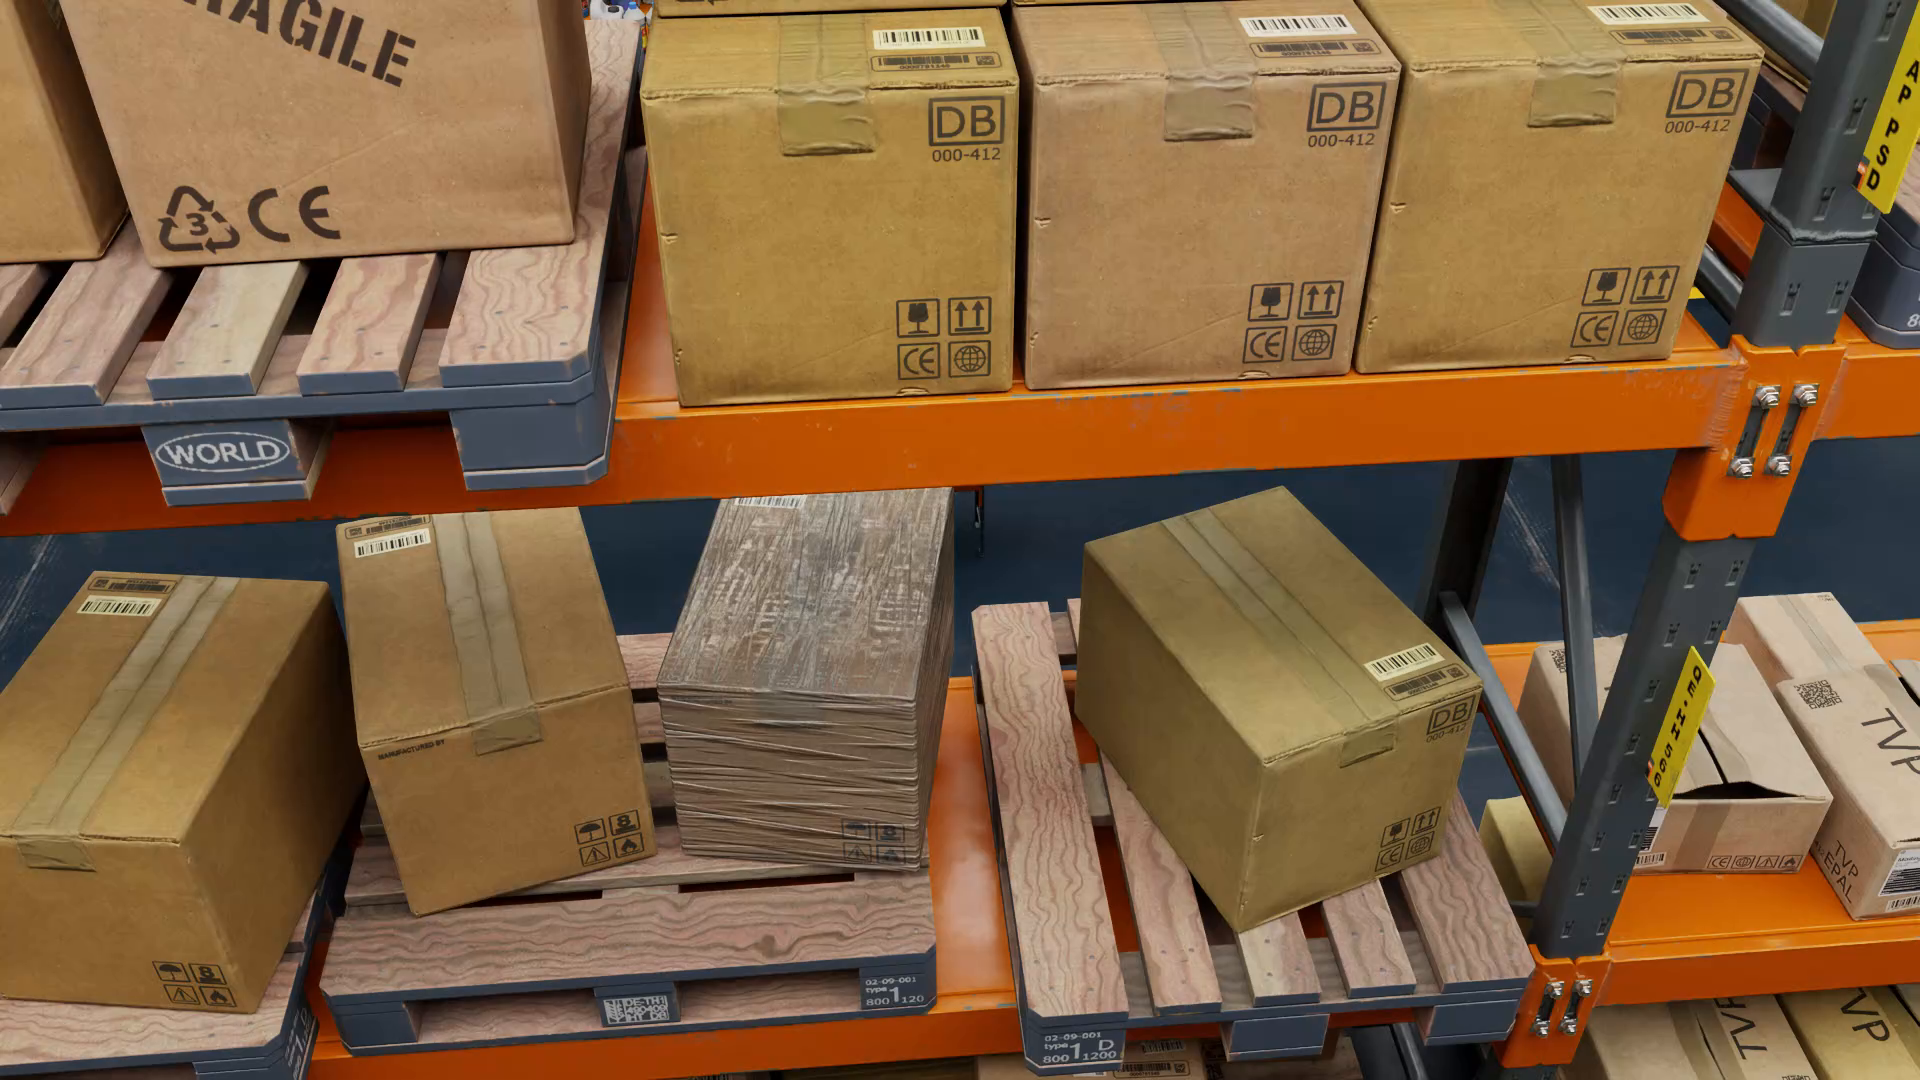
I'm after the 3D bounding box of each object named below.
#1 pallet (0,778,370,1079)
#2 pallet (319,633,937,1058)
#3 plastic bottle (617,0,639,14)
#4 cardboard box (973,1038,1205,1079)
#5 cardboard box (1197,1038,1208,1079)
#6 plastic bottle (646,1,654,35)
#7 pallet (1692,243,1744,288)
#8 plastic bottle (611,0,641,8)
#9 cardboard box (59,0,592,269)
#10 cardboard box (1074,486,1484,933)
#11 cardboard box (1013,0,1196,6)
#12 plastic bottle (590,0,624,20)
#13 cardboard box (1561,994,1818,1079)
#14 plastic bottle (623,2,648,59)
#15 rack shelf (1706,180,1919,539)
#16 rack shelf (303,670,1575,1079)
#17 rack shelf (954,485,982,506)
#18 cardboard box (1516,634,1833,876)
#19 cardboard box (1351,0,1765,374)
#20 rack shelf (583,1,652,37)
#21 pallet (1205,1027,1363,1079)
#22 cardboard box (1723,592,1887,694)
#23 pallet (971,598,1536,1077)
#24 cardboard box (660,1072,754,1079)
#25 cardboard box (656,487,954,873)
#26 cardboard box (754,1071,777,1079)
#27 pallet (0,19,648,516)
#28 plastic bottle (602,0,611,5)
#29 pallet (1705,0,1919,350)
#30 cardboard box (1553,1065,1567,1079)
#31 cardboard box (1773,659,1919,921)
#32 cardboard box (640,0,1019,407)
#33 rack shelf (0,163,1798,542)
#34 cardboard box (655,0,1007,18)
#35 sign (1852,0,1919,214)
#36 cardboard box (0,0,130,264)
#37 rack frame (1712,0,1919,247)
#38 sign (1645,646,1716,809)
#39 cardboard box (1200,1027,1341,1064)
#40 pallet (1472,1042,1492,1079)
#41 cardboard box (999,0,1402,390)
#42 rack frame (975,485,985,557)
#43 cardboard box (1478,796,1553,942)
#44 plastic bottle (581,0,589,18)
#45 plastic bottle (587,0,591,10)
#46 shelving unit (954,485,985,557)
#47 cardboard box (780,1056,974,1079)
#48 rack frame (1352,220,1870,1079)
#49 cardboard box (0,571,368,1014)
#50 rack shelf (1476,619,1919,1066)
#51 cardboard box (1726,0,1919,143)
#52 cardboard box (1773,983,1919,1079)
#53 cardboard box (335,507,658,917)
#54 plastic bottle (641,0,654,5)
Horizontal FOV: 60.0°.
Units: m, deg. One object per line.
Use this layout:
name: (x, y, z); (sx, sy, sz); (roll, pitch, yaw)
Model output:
pallet: (-1.931, 0.750, 3.532); (1.213, 0.211, 1.003); (-3, 38, -4)
pallet: (-0.689, 0.617, 3.701); (1.213, 0.211, 1.003); (-3, 38, -4)
plastic bottle: (-1.547, -2.567, 7.686); (0.097, 0.271, 0.097); (0, 38, 0)
cardboard box: (0.281, 1.148, 3.931); (0.500, 0.250, 0.500); (-2, 38, -2)
cardboard box: (0.337, 1.437, 4.170); (0.500, 0.500, 0.500); (-2, 38, -2)
plastic bottle: (-1.308, -2.203, 7.224); (0.097, 0.271, 0.097); (0, 38, 0)
pallet: (4.018, -1.682, 8.711); (1.213, 0.211, 1.003); (-3, 38, -4)
plastic bottle: (-1.576, -2.645, 7.781); (0.135, 0.276, 0.152); (-3, 38, -4)
cardboard box: (-0.900, -0.826, 2.454); (0.600, 0.600, 0.600); (-5, 39, -6)
cardboard box: (0.631, 0.332, 3.488); (0.500, 0.500, 0.700); (-16, 41, -19)
cardboard box: (0.305, -1.129, 2.450); (0.500, 0.500, 0.500); (-3, 38, -4)
plastic bottle: (-1.523, -2.210, 7.229); (0.135, 0.276, 0.152); (-3, 38, -4)
cardboard box: (1.796, 1.279, 4.135); (0.500, 0.311, 0.500); (-2, 38, -2)
plastic bottle: (-1.405, -2.198, 7.217); (0.097, 0.271, 0.097); (0, 38, 0)
rack shelf: (3.240, -0.573, 3.213); (4.000, 0.370, 1.077); (-3, 38, -4)
rack shelf: (-0.744, 0.824, 3.864); (4.000, 0.370, 1.077); (-3, 38, -4)
rack shelf: (-0.165, -0.253, 6.531); (0.480, 0.148, 0.258); (-3, 38, -4)
cardboard box: (1.614, 0.474, 3.799); (0.500, 0.311, 0.500); (-1, 38, -1)
cardboard box: (0.816, -0.740, 2.764); (0.500, 0.500, 0.910); (-3, 38, -4)
rack shelf: (-1.179, -2.232, 7.738); (4.000, 0.370, 1.077); (-3, 38, -4)
pallet: (0.501, 1.545, 4.622); (1.213, 0.211, 1.003); (-3, 38, -4)
cardboard box: (2.119, 0.311, 4.137); (0.250, 0.149, 0.380); (-3, 38, -4)
pallet: (0.579, 0.588, 3.738); (1.003, 0.211, 1.213); (-3, 38, -4)
cardboard box: (-0.737, 1.207, 3.856); (0.500, 0.250, 0.500); (-4, 38, -5)
cardboard box: (-0.297, 0.264, 3.573); (0.500, 0.500, 0.700); (4, 38, 5)
cardboard box: (-0.701, 1.498, 4.093); (0.500, 0.500, 0.500); (-5, 38, -6)
pallet: (-1.048, -0.503, 2.697); (1.003, 0.211, 1.213); (-3, 38, -4)
plastic bottle: (-1.694, -2.626, 7.817); (0.097, 0.201, 0.097); (0, 38, 0)
pallet: (1.916, -0.764, 3.027); (1.003, 0.211, 1.213); (-1, 38, -2)
cardboard box: (1.796, 1.499, 4.309); (0.500, 0.250, 0.500); (-3, 38, -4)
cardboard box: (2.156, 0.538, 3.719); (0.500, 0.311, 0.500); (-4, 38, -5)
cardboard box: (-0.210, -0.683, 2.692); (0.500, 0.500, 0.910); (-3, 38, -4)
rack shelf: (-0.744, -0.353, 2.935); (4.000, 0.370, 1.077); (-3, 38, -4)
cardboard box: (-0.203, -1.101, 2.415); (0.500, 0.500, 0.500); (-3, 38, -4)
sign: (1.294, -0.613, 2.267); (0.005, 0.325, 0.100); (-3, 38, -4)
cardboard box: (-1.564, -0.802, 2.423); (0.600, 0.600, 0.600); (-4, 38, -4)
rack frame: (1.248, -1.923, 1.922); (0.127, 3.000, 1.000); (-3, 38, -4)
sign: (1.305, 0.343, 3.023); (0.005, 0.325, 0.100); (-3, 38, -4)
cardboard box: (0.769, 1.089, 4.611); (0.500, 0.500, 0.500); (-2, 38, -2)
pallet: (2.071, 1.506, 4.671); (1.213, 0.211, 1.003); (-3, 38, -4)
cardboard box: (0.308, -0.712, 2.728); (0.500, 0.500, 0.910); (-3, 38, -4)
rack frame: (0.078, -0.475, 6.384); (0.015, 1.200, 0.240); (-3, 38, -4)
cardboard box: (1.748, 0.946, 4.558); (0.500, 0.311, 0.500); (-2, 38, -3)
plastic bottle: (-1.778, -2.554, 7.670); (0.097, 0.271, 0.097); (0, 38, 0)
plastic bottle: (-1.807, -2.632, 7.765); (0.135, 0.276, 0.152); (-3, 38, -4)
shelving unit: (-0.165, -0.462, 6.367); (0.503, 1.200, 0.258); (-3, 38, -4)
cardboard box: (-0.178, 1.465, 4.134); (0.500, 0.500, 0.500); (-4, 38, -6)
rack frame: (1.248, 0.432, 3.781); (0.127, 3.000, 1.000); (-3, 38, -4)
cardboard box: (-1.565, 0.483, 3.297); (0.500, 0.500, 0.700); (3, 38, 3)
rack shelf: (3.240, 0.605, 4.143); (4.000, 0.370, 1.077); (-3, 38, -4)
cardboard box: (1.695, -0.911, 2.844); (0.500, 0.250, 0.500); (-6, 39, -7)
cardboard box: (2.318, 1.245, 4.179); (0.500, 0.311, 0.500); (-4, 38, -5)
cardboard box: (-0.982, 0.312, 3.513); (0.500, 0.500, 0.700); (-13, 40, -15)
plastic bottle: (-1.463, -2.639, 7.833); (0.097, 0.201, 0.097); (0, 38, 0)
